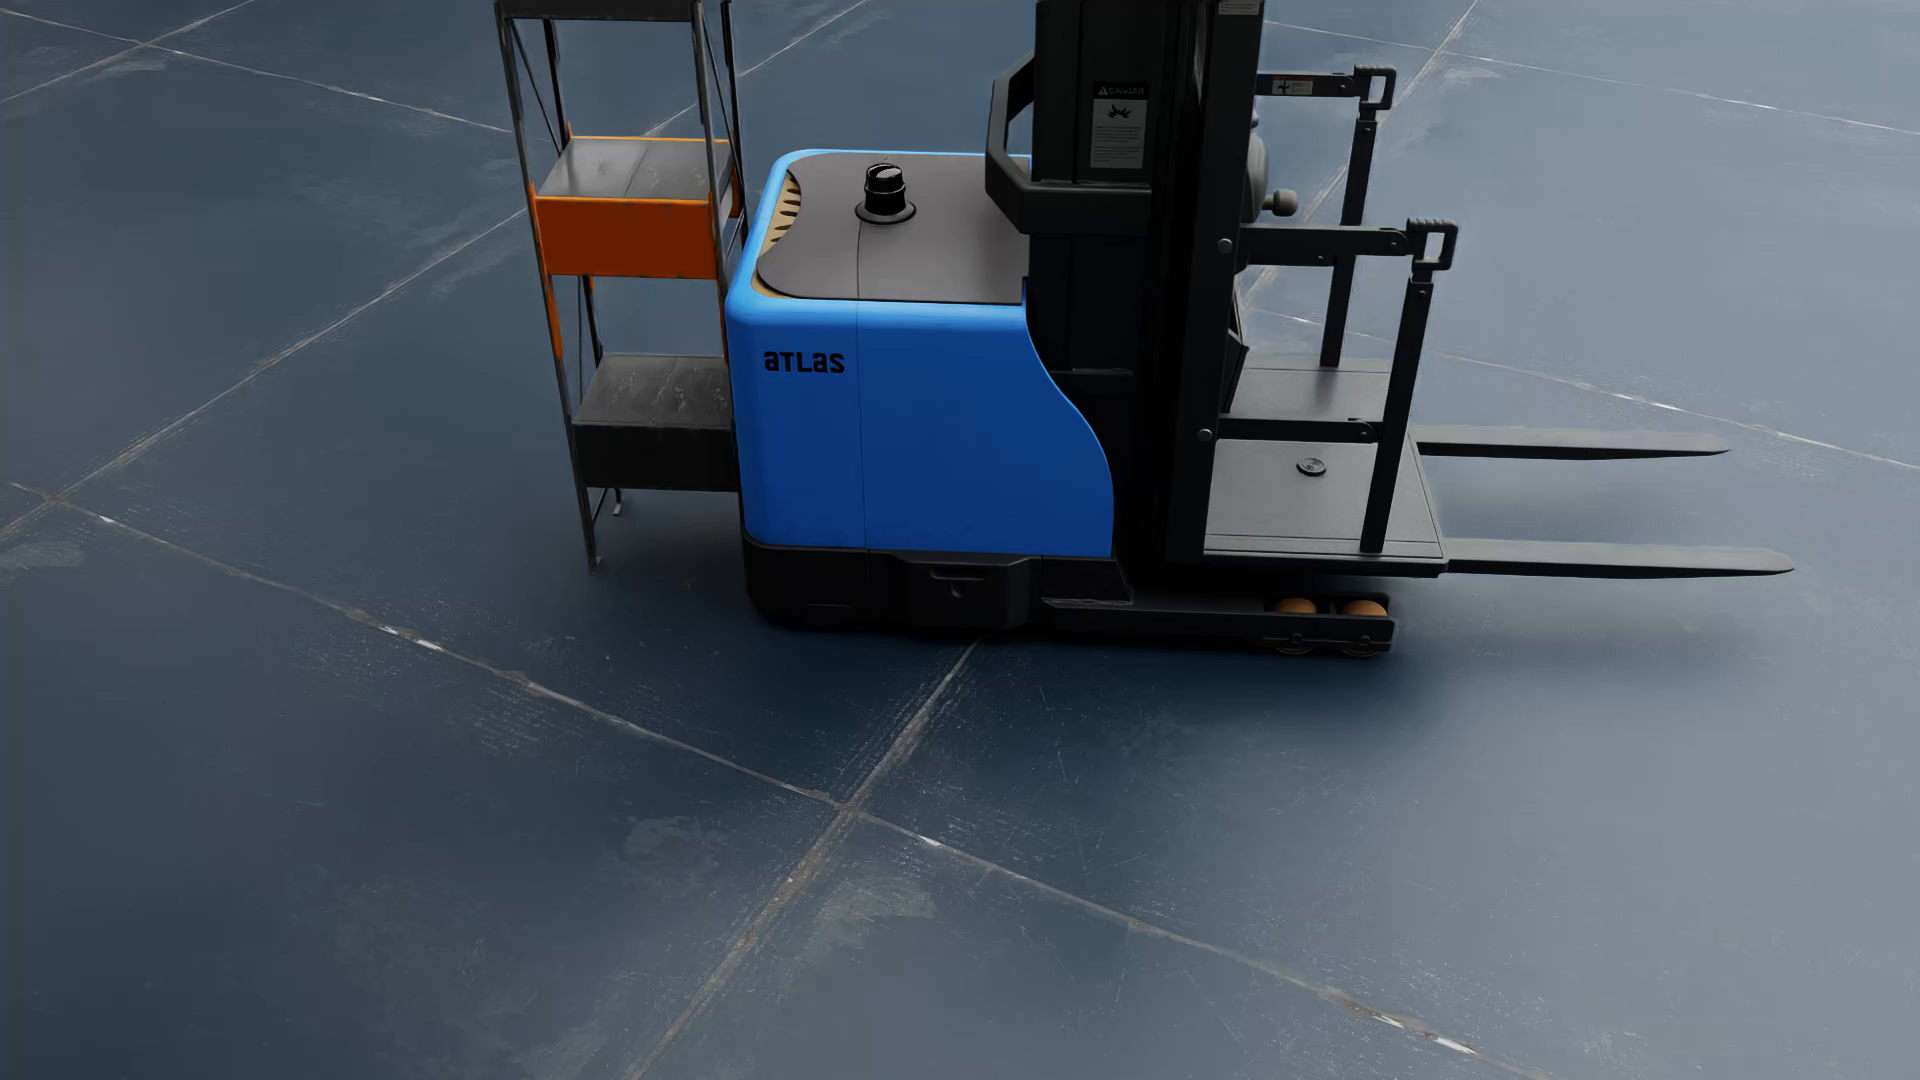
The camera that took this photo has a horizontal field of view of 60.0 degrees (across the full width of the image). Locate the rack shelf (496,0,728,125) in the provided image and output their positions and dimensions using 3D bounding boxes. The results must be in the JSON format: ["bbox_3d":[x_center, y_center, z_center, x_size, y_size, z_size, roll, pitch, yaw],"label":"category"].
[{"bbox_3d":[-0.870,-1.383,4.201,0.480,0.518,0.431,2,37,3],"label":"rack shelf"}]

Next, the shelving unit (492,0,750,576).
[{"bbox_3d":[-0.870,-0.837,4.616,0.503,2.100,0.431,2,37,3],"label":"shelving unit"}]

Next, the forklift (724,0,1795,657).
[{"bbox_3d":[0.906,-1.162,4.357,3.031,2.935,1.130,2,37,3],"label":"forklift"}]

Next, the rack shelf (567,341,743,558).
[{"bbox_3d":[-0.870,-0.268,5.047,0.480,0.518,0.431,2,37,3],"label":"rack shelf"}]

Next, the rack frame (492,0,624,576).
[{"bbox_3d":[-1.114,-0.845,4.627,0.015,2.100,0.400,2,37,3],"label":"rack frame"}]

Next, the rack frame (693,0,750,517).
[{"bbox_3d":[-0.627,-0.828,4.604,0.015,2.100,0.400,2,37,3],"label":"rack frame"}]

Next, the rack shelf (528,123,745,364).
[{"bbox_3d":[-0.870,-0.826,4.624,0.480,0.518,0.431,2,37,3],"label":"rack shelf"}]
